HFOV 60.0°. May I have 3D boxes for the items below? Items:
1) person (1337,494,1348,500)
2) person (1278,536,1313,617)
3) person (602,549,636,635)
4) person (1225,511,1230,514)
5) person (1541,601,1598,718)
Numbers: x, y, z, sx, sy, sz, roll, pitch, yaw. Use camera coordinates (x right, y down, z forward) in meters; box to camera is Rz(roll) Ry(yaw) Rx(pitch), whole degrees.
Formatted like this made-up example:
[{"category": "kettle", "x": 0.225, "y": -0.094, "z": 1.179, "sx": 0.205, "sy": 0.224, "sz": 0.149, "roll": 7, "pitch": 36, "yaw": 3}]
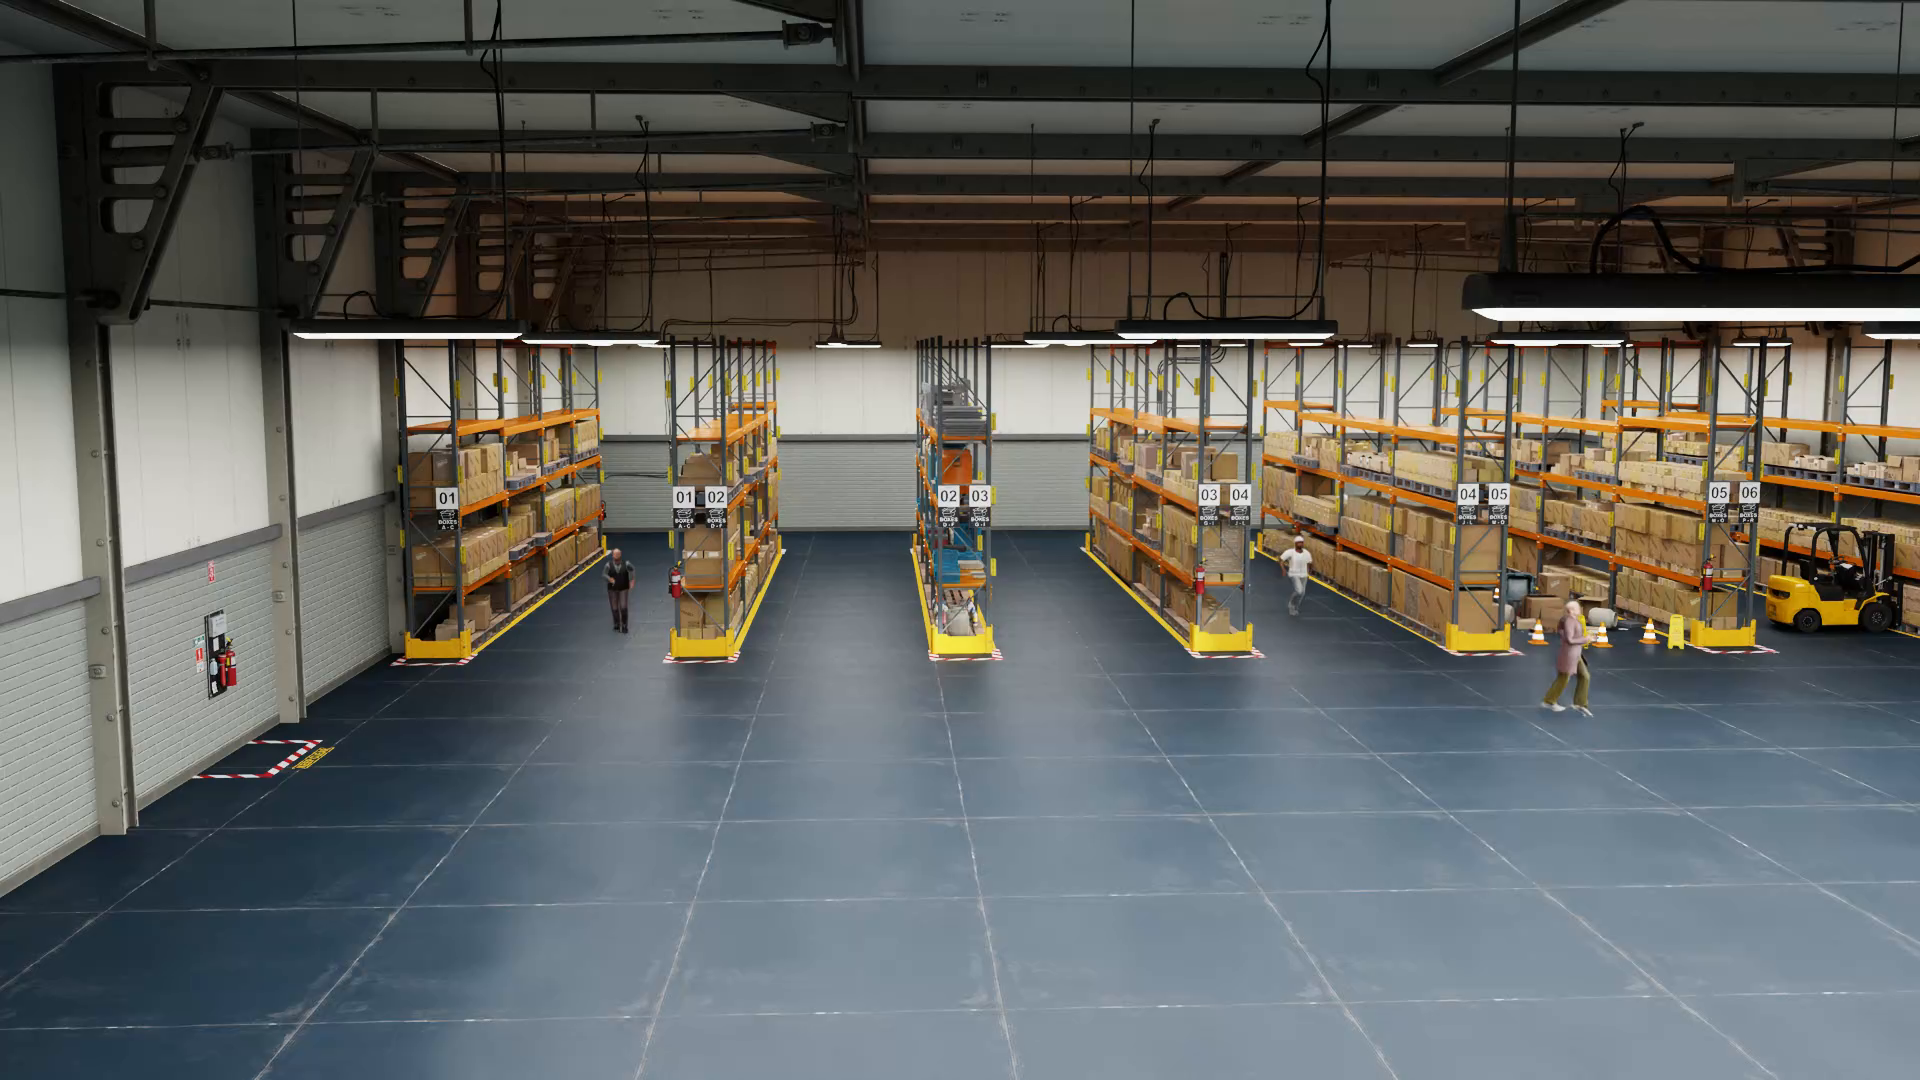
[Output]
[{"category": "person", "x": 11.148, "y": -0.741, "z": 49.256, "sx": 0.721, "sy": 1.786, "sz": 0.673, "roll": 0, "pitch": 7, "yaw": -4}, {"category": "person", "x": 7.279, "y": 0.788, "z": 35.748, "sx": 0.676, "sy": 1.742, "sz": 0.673, "roll": -2, "pitch": 7, "yaw": -18}, {"category": "person", "x": -6.919, "y": 1.061, "z": 33.729, "sx": 0.669, "sy": 1.777, "sz": 0.726, "roll": -1, "pitch": 7, "yaw": -8}, {"category": "person", "x": 7.518, "y": -0.280, "z": 45.201, "sx": 0.684, "sy": 1.728, "sz": 0.631, "roll": -1, "pitch": 7, "yaw": -6}, {"category": "person", "x": 9.590, "y": 1.873, "z": 26.140, "sx": 0.811, "sy": 1.837, "sz": 0.699, "roll": 4, "pitch": 8, "yaw": 31}]
